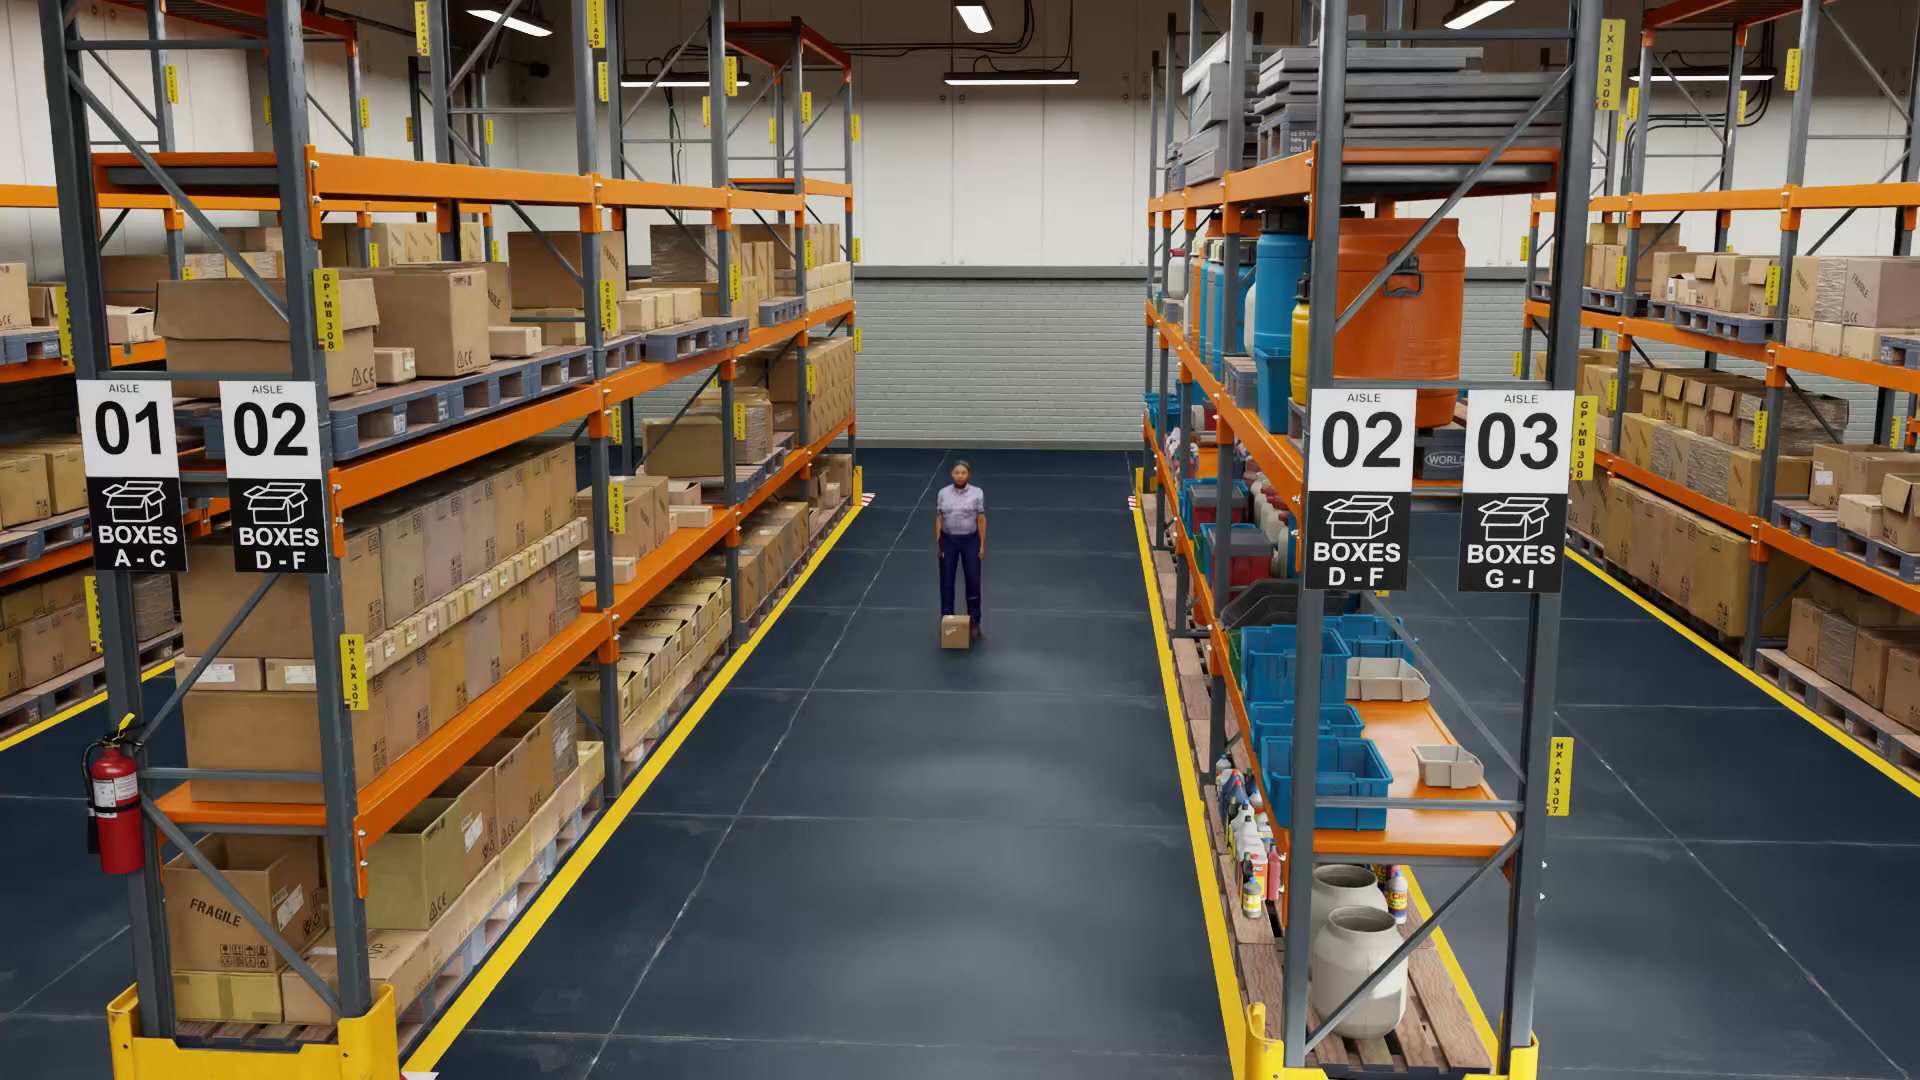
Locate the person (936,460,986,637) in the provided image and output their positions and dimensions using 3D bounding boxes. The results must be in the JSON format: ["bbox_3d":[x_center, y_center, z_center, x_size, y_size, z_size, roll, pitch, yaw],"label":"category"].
[{"bbox_3d":[0.005,0.076,15.592,0.472,1.660,0.344,1,11,5],"label":"person"}]
